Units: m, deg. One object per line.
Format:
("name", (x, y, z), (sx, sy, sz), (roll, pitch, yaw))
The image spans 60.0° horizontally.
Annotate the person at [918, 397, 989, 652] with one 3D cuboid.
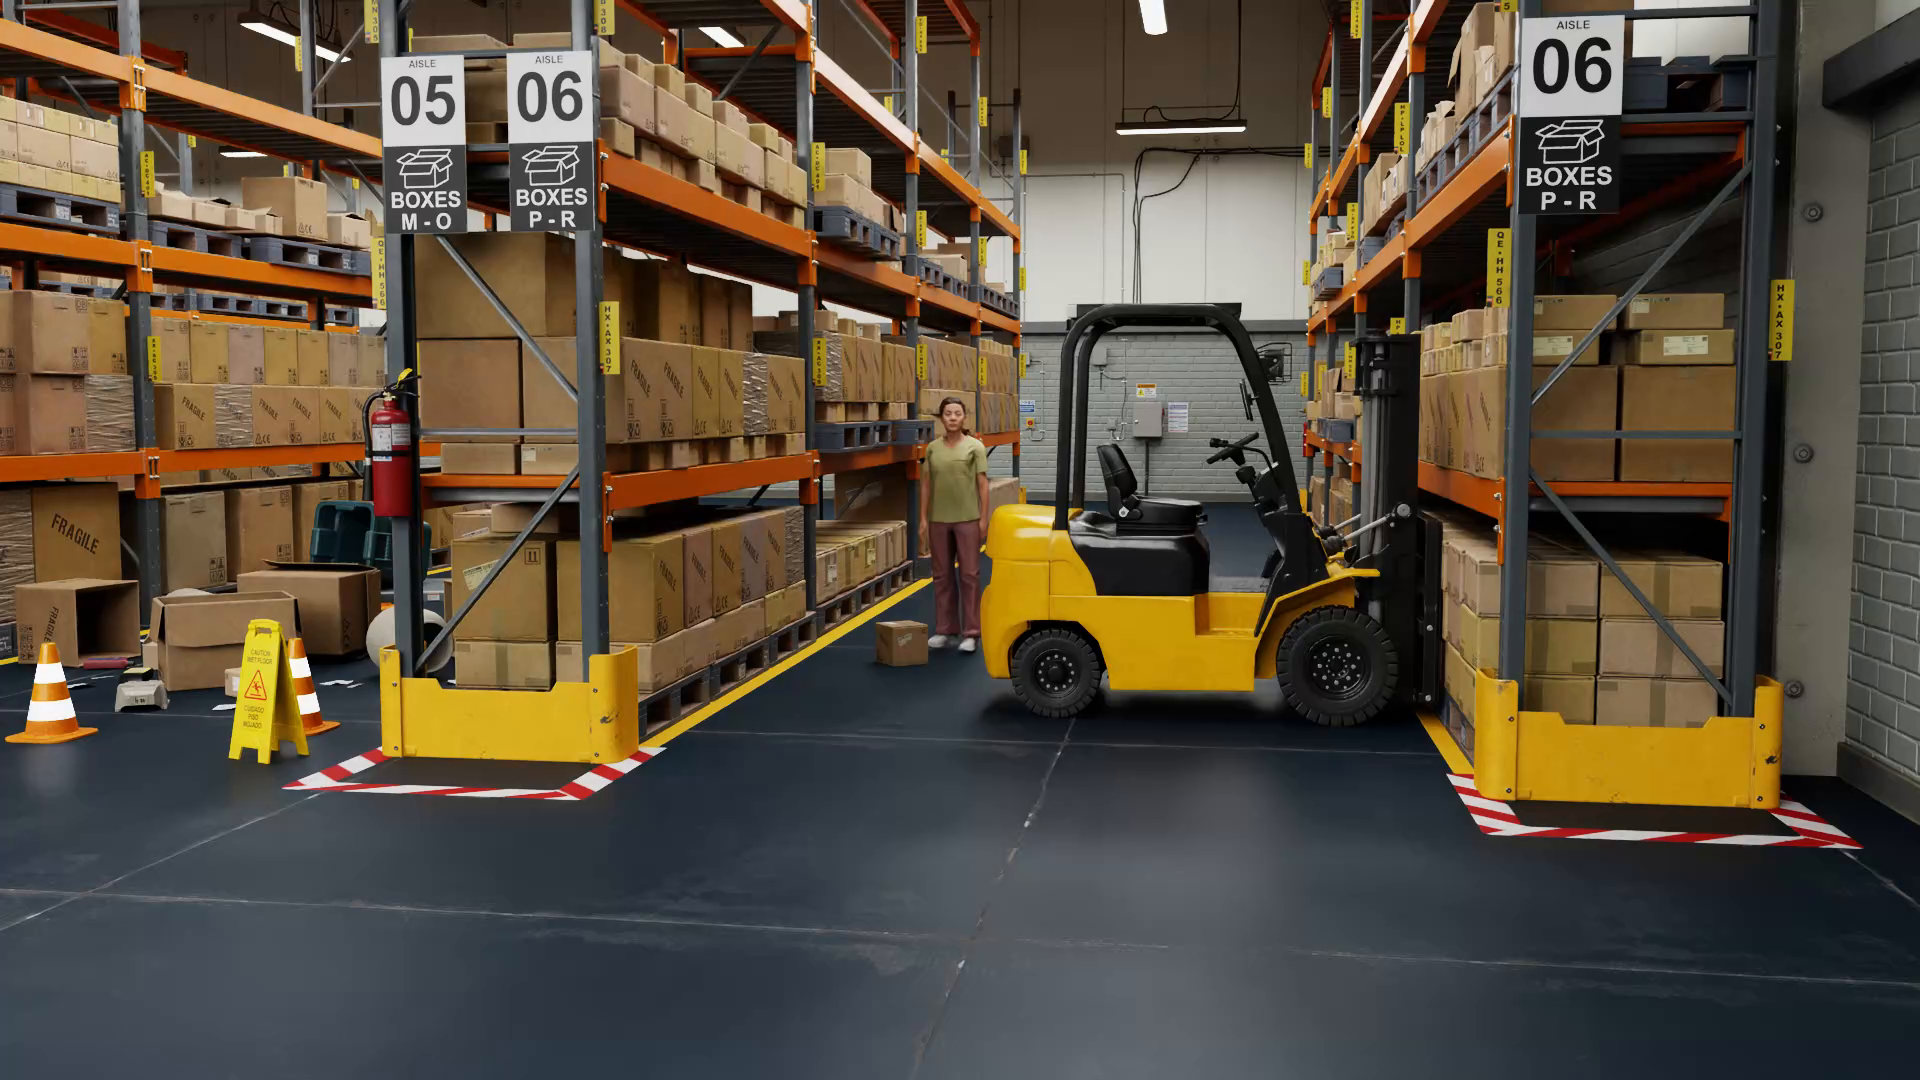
("person", (-0.052, -0.112, 11.038), (0.469, 1.675, 0.402), (1, 5, 16))
